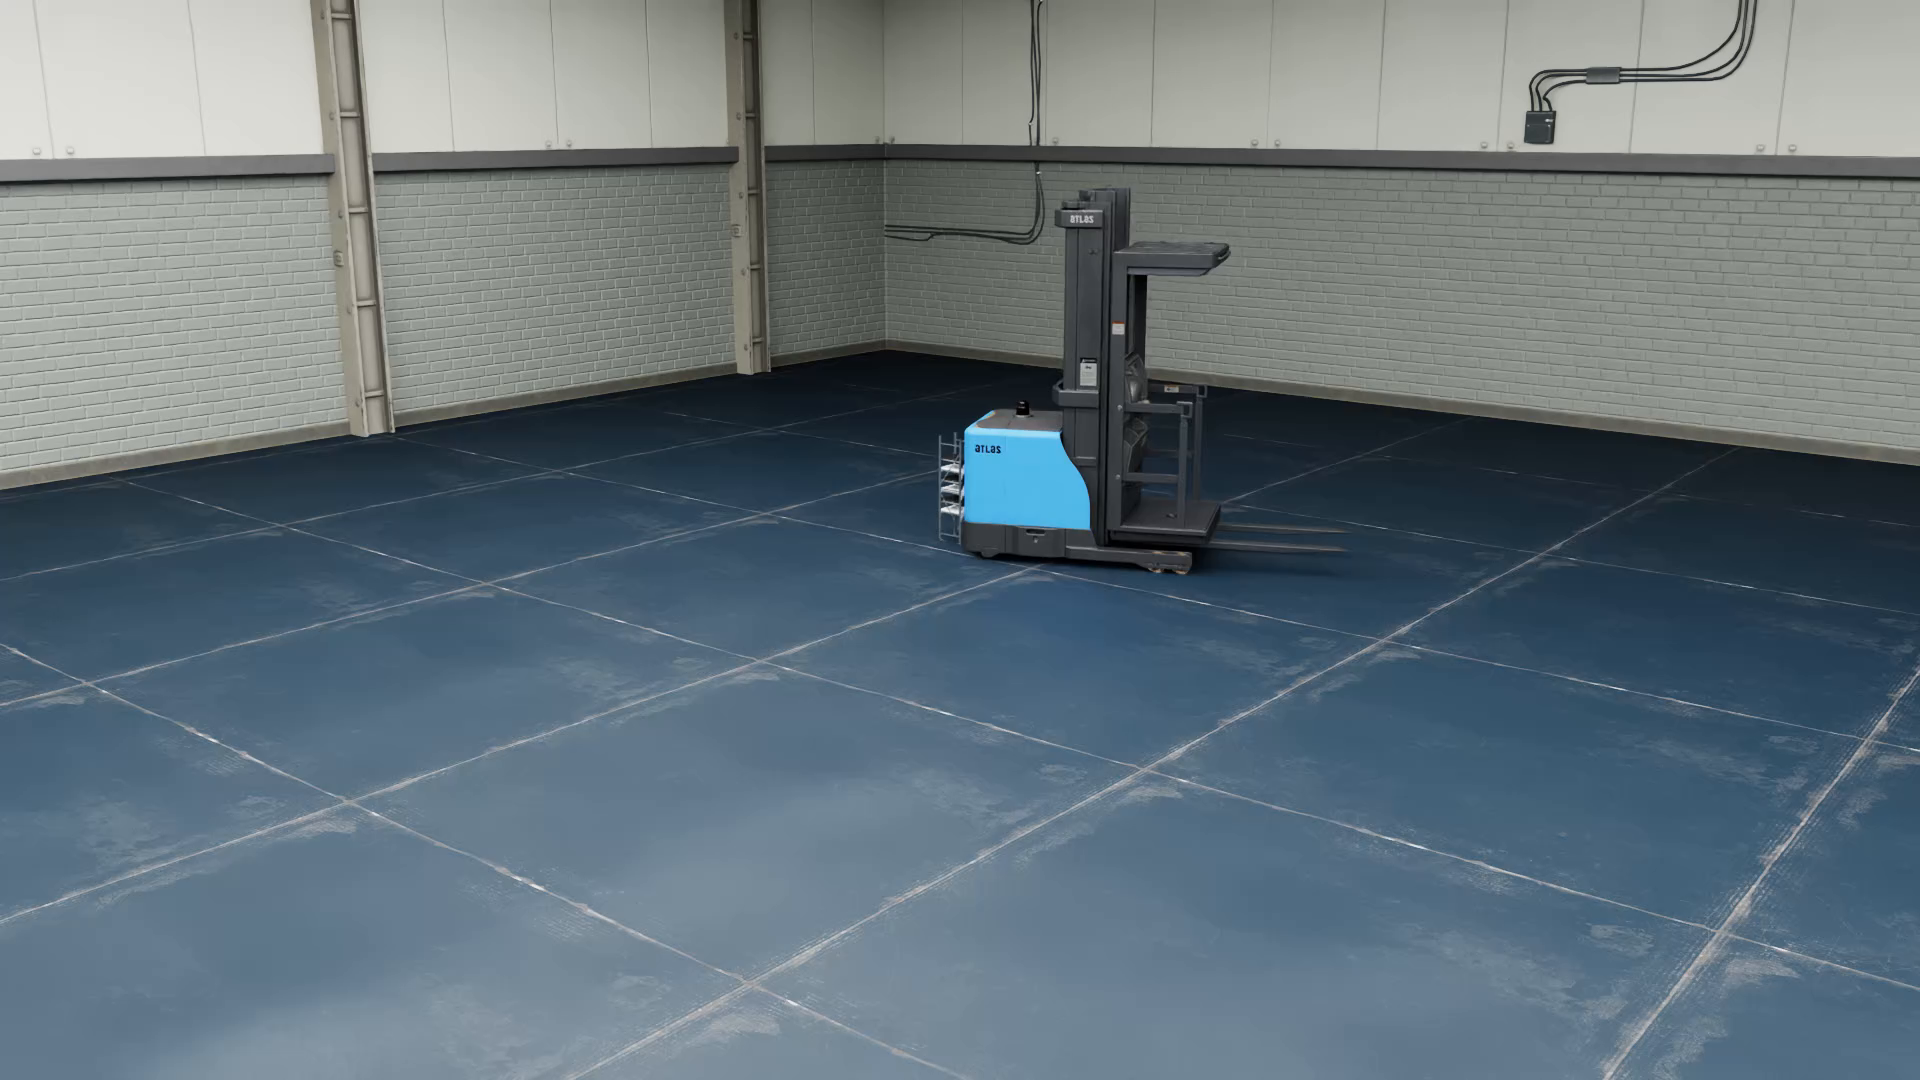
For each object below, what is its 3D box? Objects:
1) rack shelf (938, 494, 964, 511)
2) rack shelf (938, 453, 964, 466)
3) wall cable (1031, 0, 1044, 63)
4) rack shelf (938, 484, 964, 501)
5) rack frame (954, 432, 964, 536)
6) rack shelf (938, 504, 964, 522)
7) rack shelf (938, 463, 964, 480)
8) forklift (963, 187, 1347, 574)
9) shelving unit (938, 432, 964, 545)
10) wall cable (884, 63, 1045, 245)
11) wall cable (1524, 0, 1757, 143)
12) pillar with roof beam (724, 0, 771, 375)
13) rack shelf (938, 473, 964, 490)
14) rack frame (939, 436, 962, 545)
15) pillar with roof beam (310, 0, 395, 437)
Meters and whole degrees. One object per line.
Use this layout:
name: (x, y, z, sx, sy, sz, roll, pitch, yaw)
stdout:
rack shelf: (-0.021, -0.317, 14.039, 0.258, 0.077, 0.200, 12, 18, 37)
rack shelf: (-0.019, -0.665, 13.949, 0.258, 0.077, 0.200, 12, 18, 37)
wall cable: (2.073, -7.612, 21.859, 3.097, 2.526, 0.112, 11, 18, 38)
rack shelf: (-0.021, -0.404, 14.016, 0.258, 0.077, 0.200, 12, 18, 37)
rack frame: (0.043, -0.456, 14.085, 0.240, 0.900, 0.006, 12, 18, 37)
rack shelf: (-0.022, -0.230, 14.061, 0.258, 0.077, 0.200, 12, 18, 37)
rack shelf: (-0.020, -0.578, 13.971, 0.258, 0.077, 0.200, 12, 18, 37)
forklift: (1.595, -1.296, 13.274, 3.031, 2.935, 1.130, 4, 15, 14)
shelving unit: (-0.020, -0.436, 14.008, 0.258, 0.900, 0.210, 12, 18, 37)
wall cable: (-0.031, -5.583, 24.129, 3.097, 2.526, 0.112, 11, 18, 38)
wall cable: (7.343, -7.264, 17.533, 2.305, 6.003, 0.169, 11, 18, 38)
pillar with roof beam: (0.437, -6.062, 19.709, 9.100, 9.000, 0.400, 11, 18, 38)
rack shelf: (-0.020, -0.491, 13.994, 0.258, 0.077, 0.200, 12, 18, 37)
rack frame: (-0.084, -0.417, 13.931, 0.240, 0.900, 0.006, 12, 18, 37)
pillar with roof beam: (-3.334, -4.913, 15.186, 9.100, 9.000, 0.400, 11, 18, 38)
